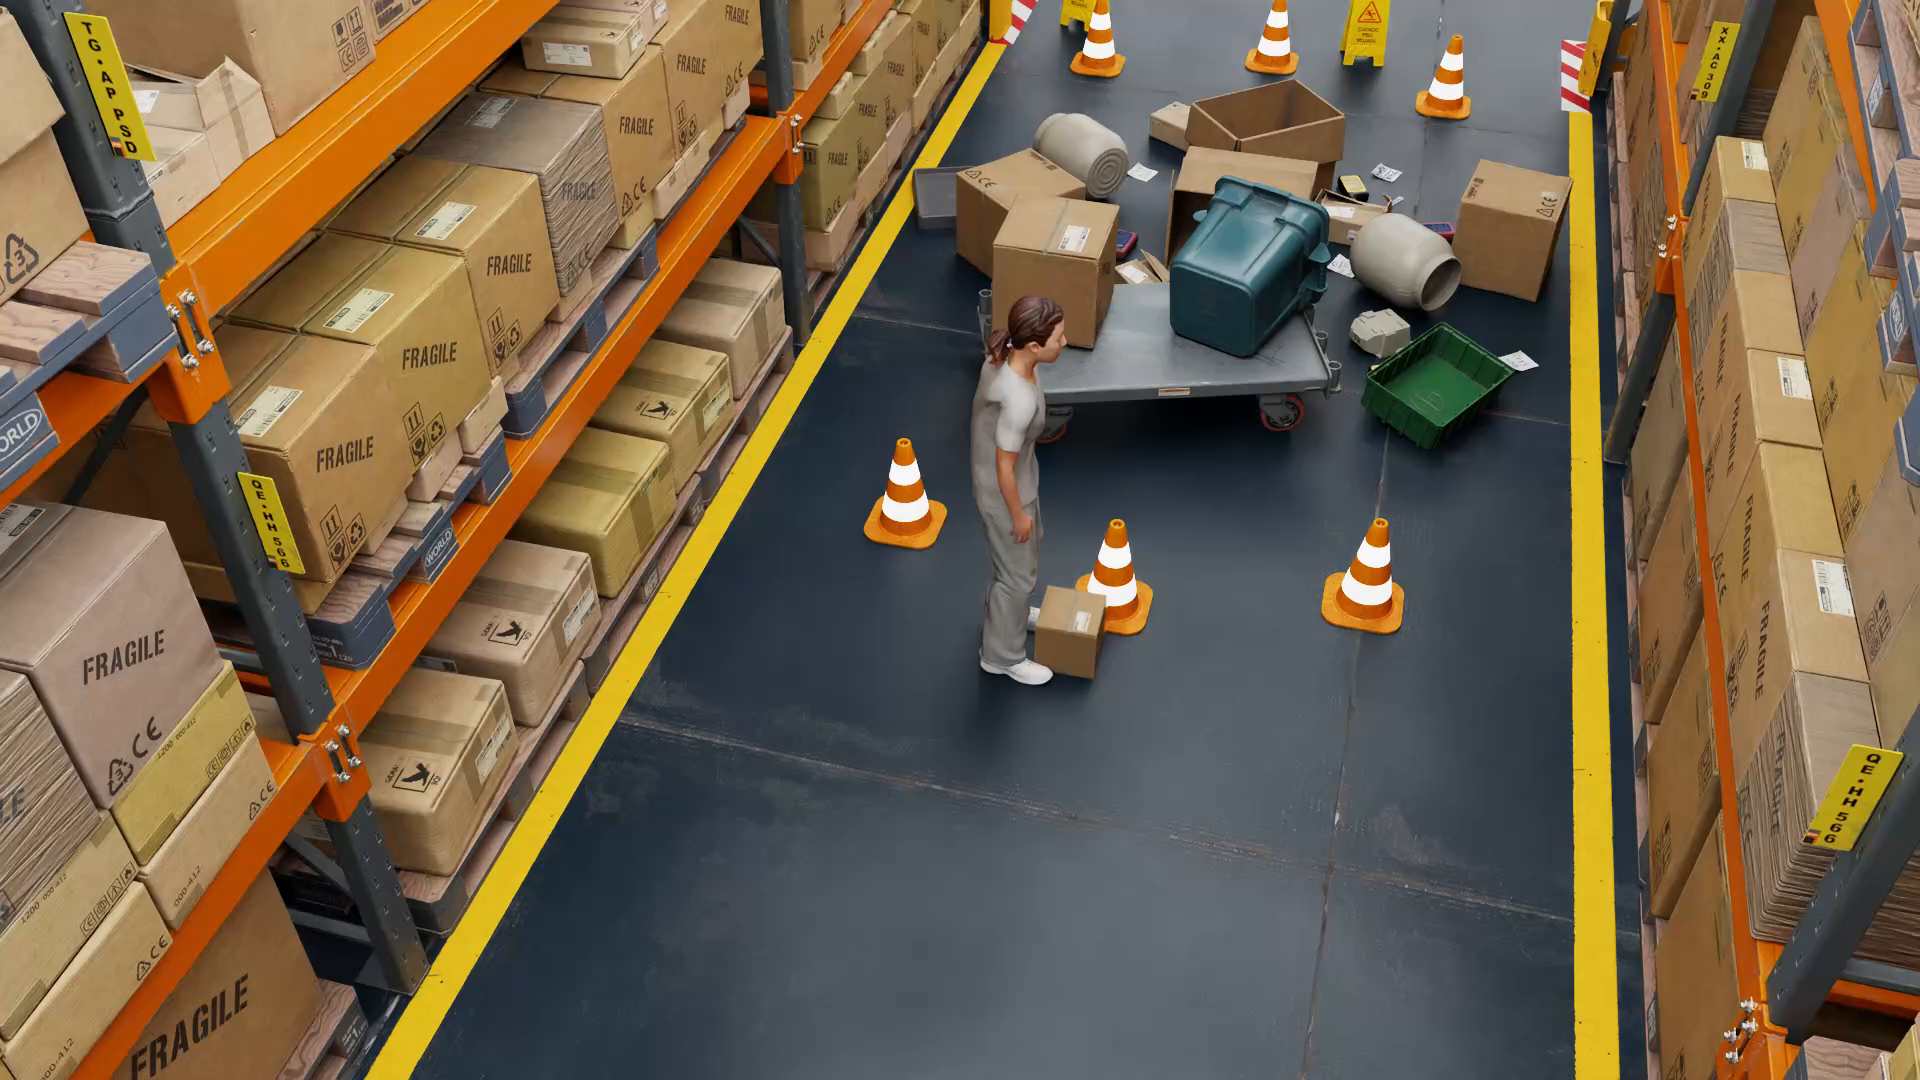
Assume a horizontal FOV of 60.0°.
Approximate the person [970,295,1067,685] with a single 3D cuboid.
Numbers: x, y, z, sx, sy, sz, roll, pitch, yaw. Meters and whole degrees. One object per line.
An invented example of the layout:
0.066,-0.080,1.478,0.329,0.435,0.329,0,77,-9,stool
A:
0.220,-0.202,6.391,0.366,1.671,0.503,2,41,2,person
